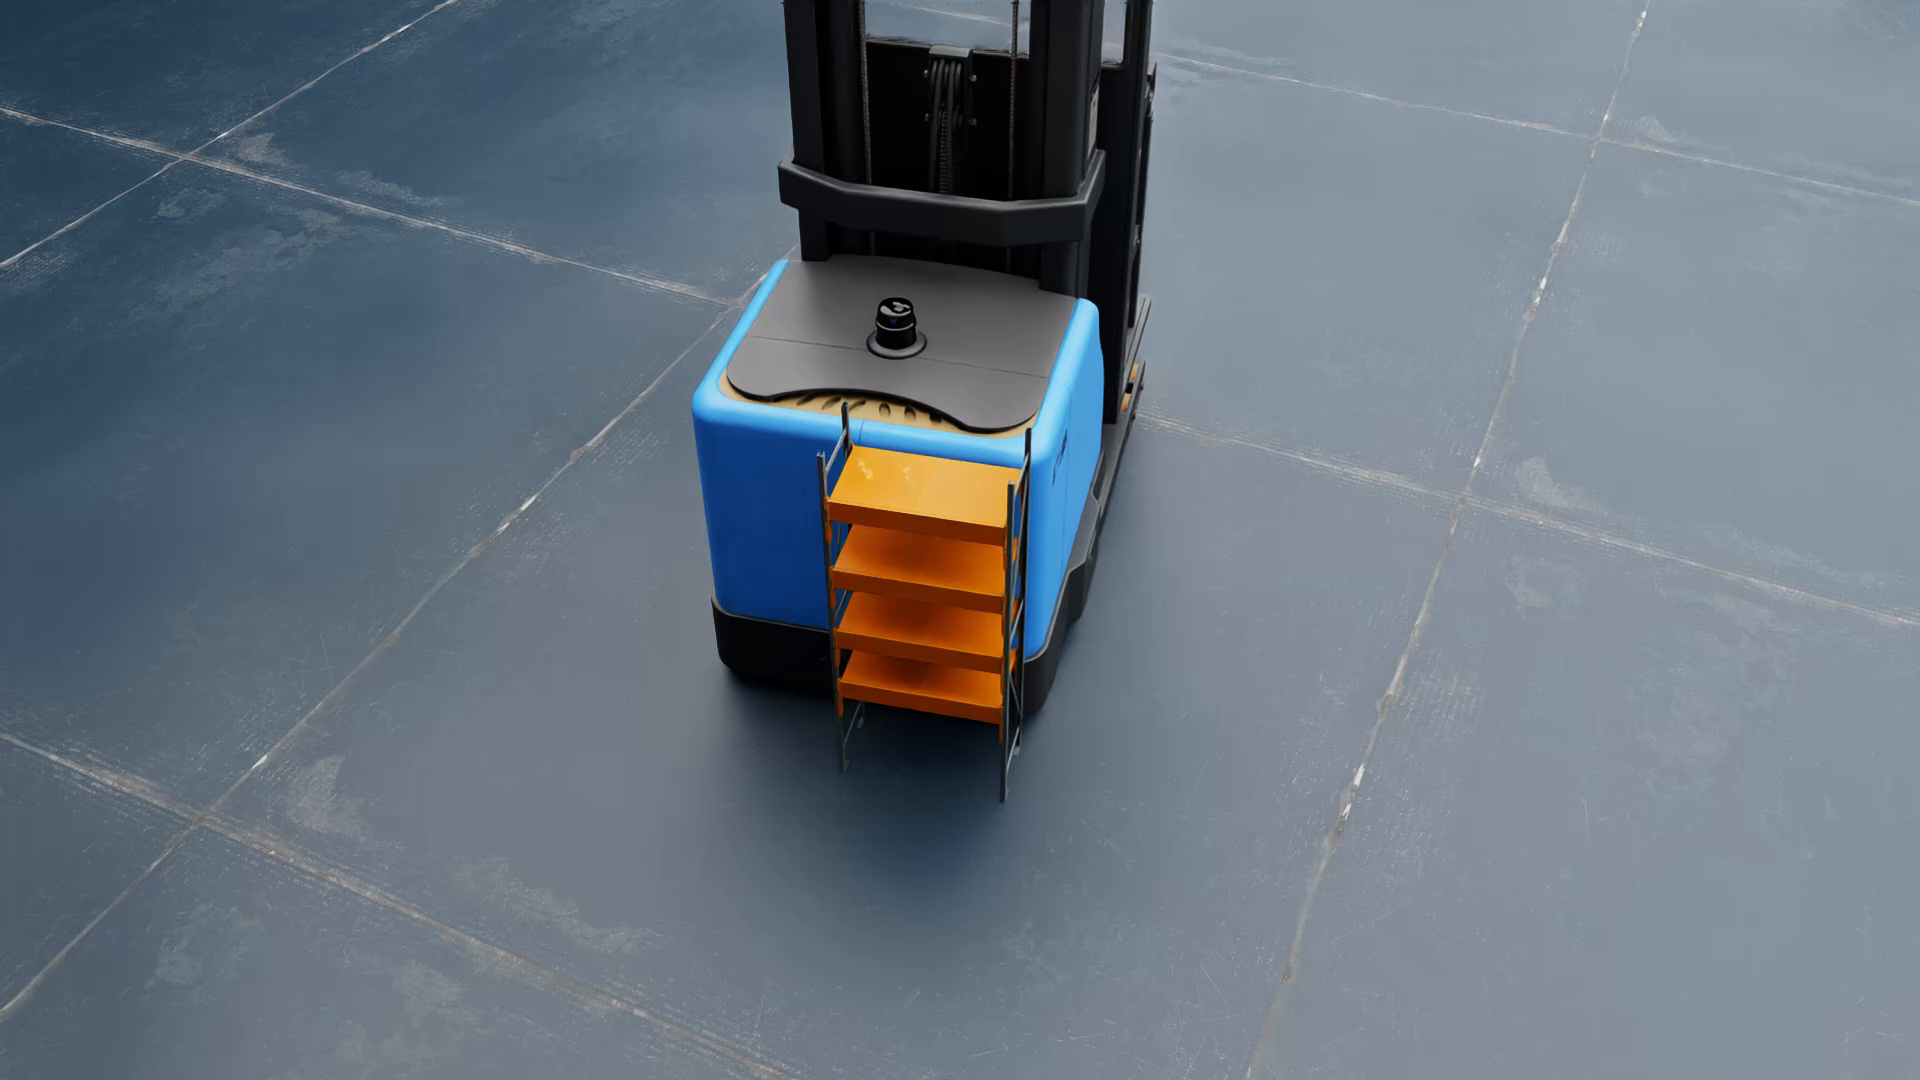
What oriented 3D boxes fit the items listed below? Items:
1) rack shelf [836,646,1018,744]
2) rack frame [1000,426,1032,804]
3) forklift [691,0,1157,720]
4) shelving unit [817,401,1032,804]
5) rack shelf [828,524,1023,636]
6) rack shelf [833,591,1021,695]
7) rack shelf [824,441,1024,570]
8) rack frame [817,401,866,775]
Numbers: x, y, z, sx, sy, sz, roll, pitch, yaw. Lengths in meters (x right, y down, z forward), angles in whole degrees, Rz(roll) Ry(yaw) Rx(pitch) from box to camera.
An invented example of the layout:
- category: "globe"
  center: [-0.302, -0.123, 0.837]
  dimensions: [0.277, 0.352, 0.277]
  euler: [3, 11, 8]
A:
- category: "rack shelf"
  center: [-0.087, 0.405, 4.773]
  dimensions: [0.480, 0.148, 0.258]
  euler: [9, 42, 10]
- category: "rack frame"
  center: [0.151, 0.240, 4.557]
  dimensions: [0.015, 1.200, 0.240]
  euler: [9, 42, 10]
- category: "forklift"
  center: [0.084, -1.541, 5.290]
  dimensions: [1.130, 2.935, 3.031]
  euler: [9, 42, 10]
- category: "shelving unit"
  center: [-0.087, 0.204, 4.599]
  dimensions: [0.503, 1.200, 0.258]
  euler: [9, 42, 10]
- category: "rack shelf"
  center: [-0.087, 0.086, 4.496]
  dimensions: [0.480, 0.148, 0.258]
  euler: [9, 42, 10]
- category: "rack shelf"
  center: [-0.087, 0.255, 4.643]
  dimensions: [0.480, 0.148, 0.258]
  euler: [9, 42, 10]
- category: "rack shelf"
  center: [-0.087, -0.093, 4.341]
  dimensions: [0.480, 0.148, 0.258]
  euler: [9, 42, 10]
- category: "rack frame"
  center: [-0.324, 0.168, 4.640]
  dimensions: [0.015, 1.200, 0.240]
  euler: [9, 42, 10]
